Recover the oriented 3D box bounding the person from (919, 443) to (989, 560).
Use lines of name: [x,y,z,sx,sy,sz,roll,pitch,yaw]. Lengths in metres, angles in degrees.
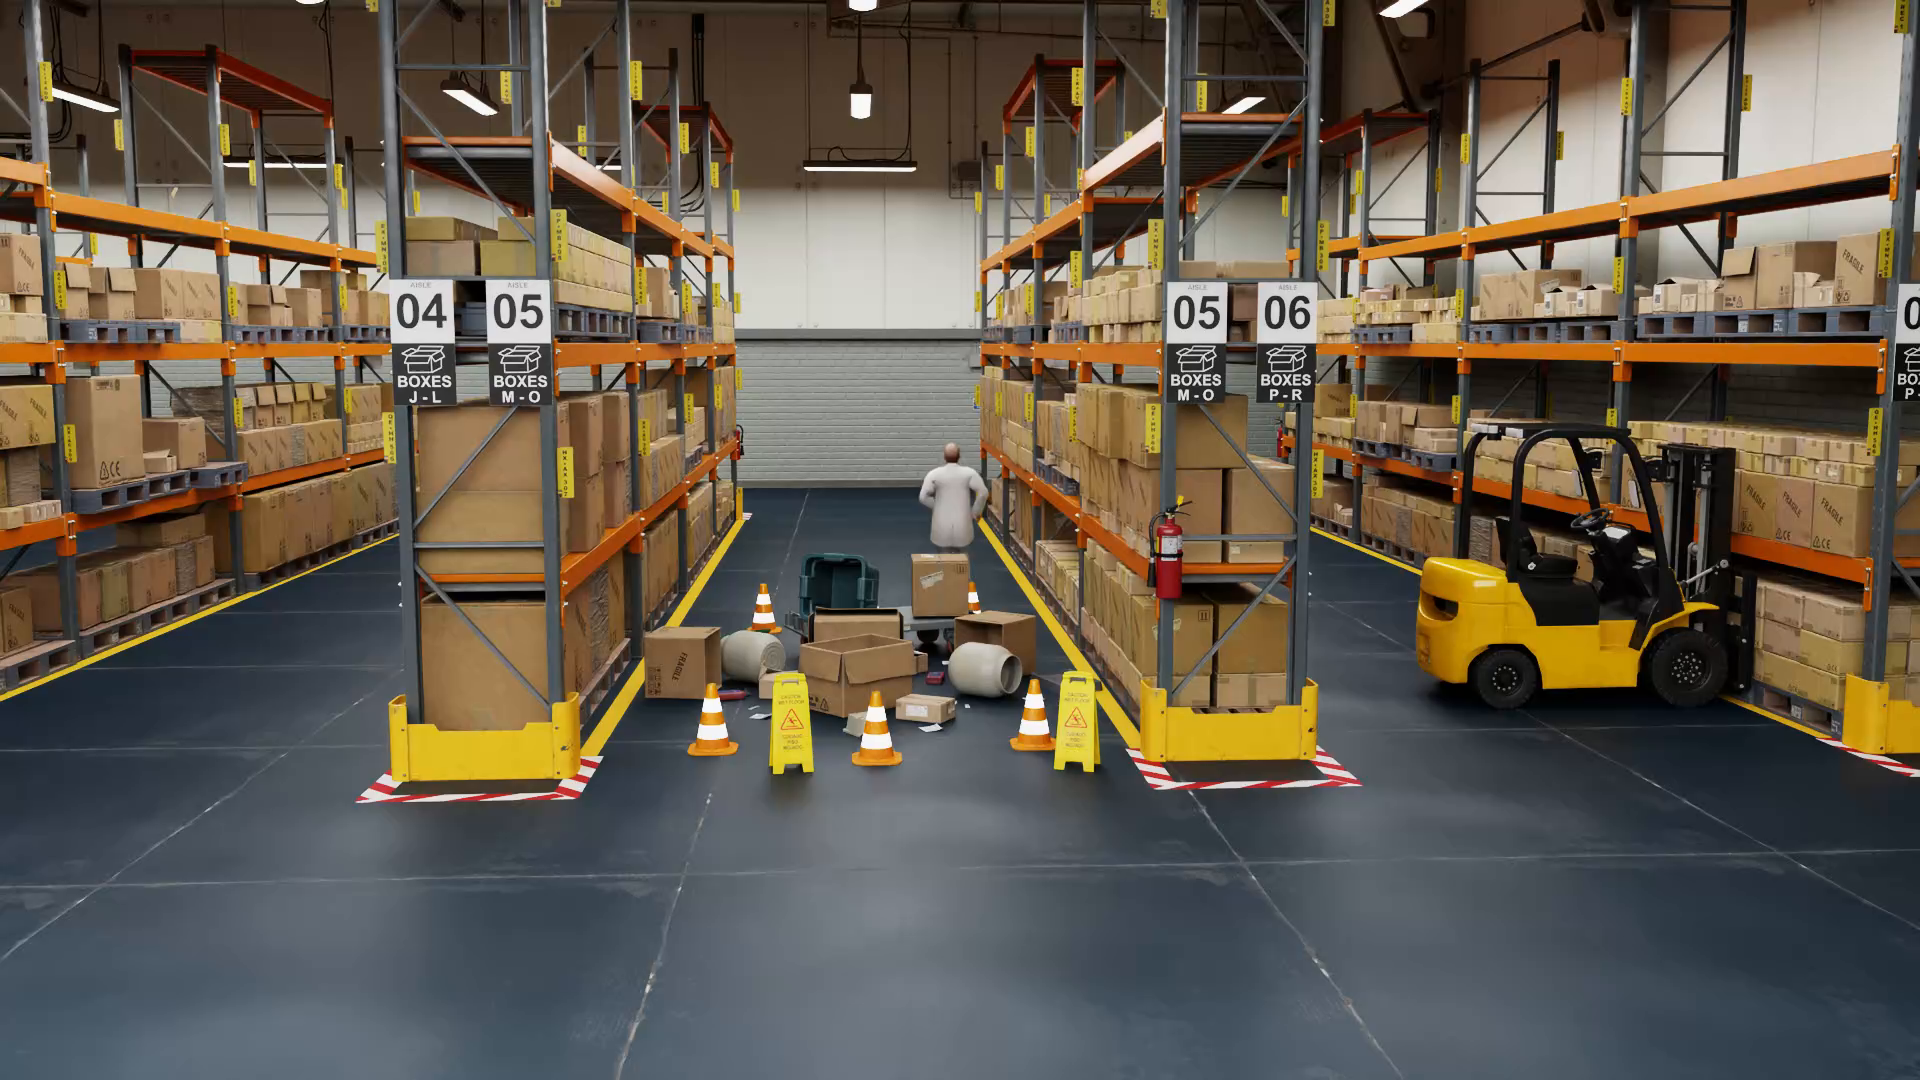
person: [-0.076,-0.189,18.153,0.745,1.750,0.545,-1,7,-5]
